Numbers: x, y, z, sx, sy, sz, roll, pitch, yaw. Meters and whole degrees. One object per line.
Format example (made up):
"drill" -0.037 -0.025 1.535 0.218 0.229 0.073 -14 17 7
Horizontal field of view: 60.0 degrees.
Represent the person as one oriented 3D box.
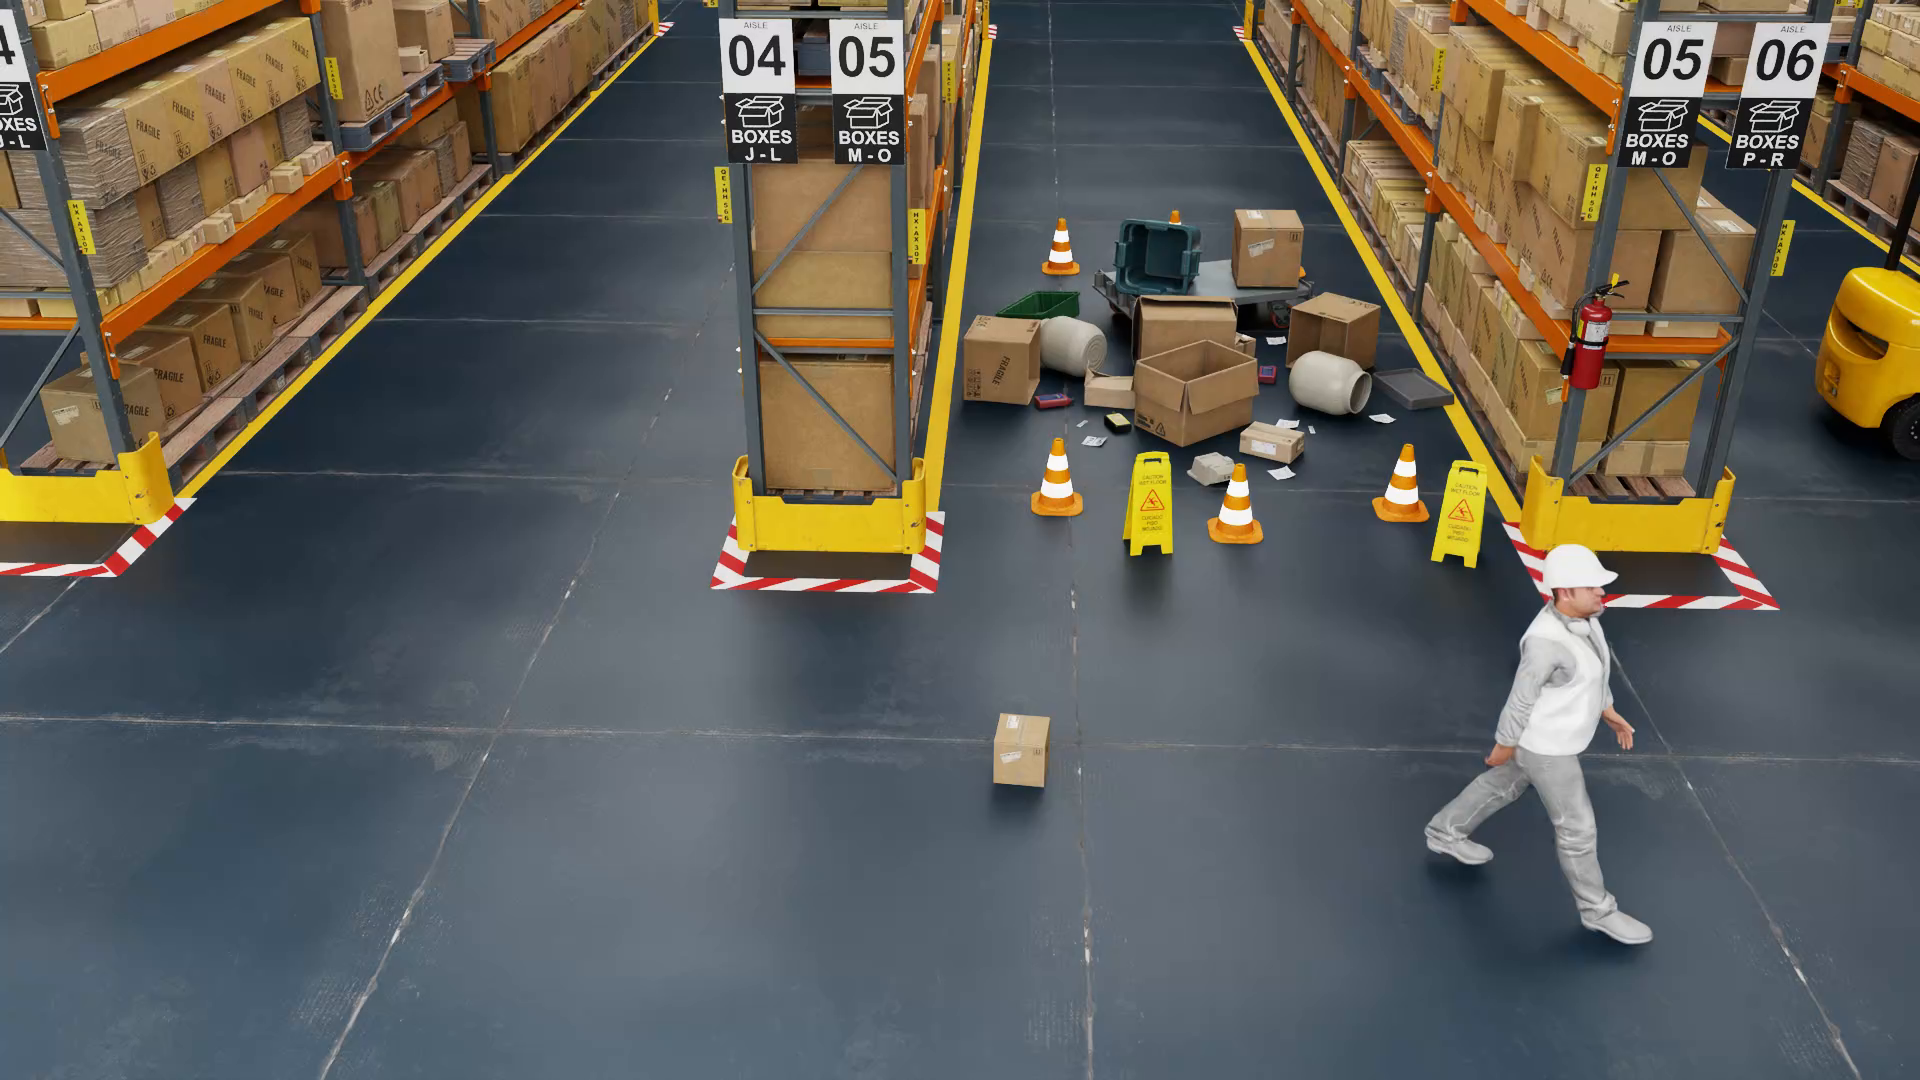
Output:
"person" 2.577 0.805 7.056 1.038 1.716 0.532 15 31 26
